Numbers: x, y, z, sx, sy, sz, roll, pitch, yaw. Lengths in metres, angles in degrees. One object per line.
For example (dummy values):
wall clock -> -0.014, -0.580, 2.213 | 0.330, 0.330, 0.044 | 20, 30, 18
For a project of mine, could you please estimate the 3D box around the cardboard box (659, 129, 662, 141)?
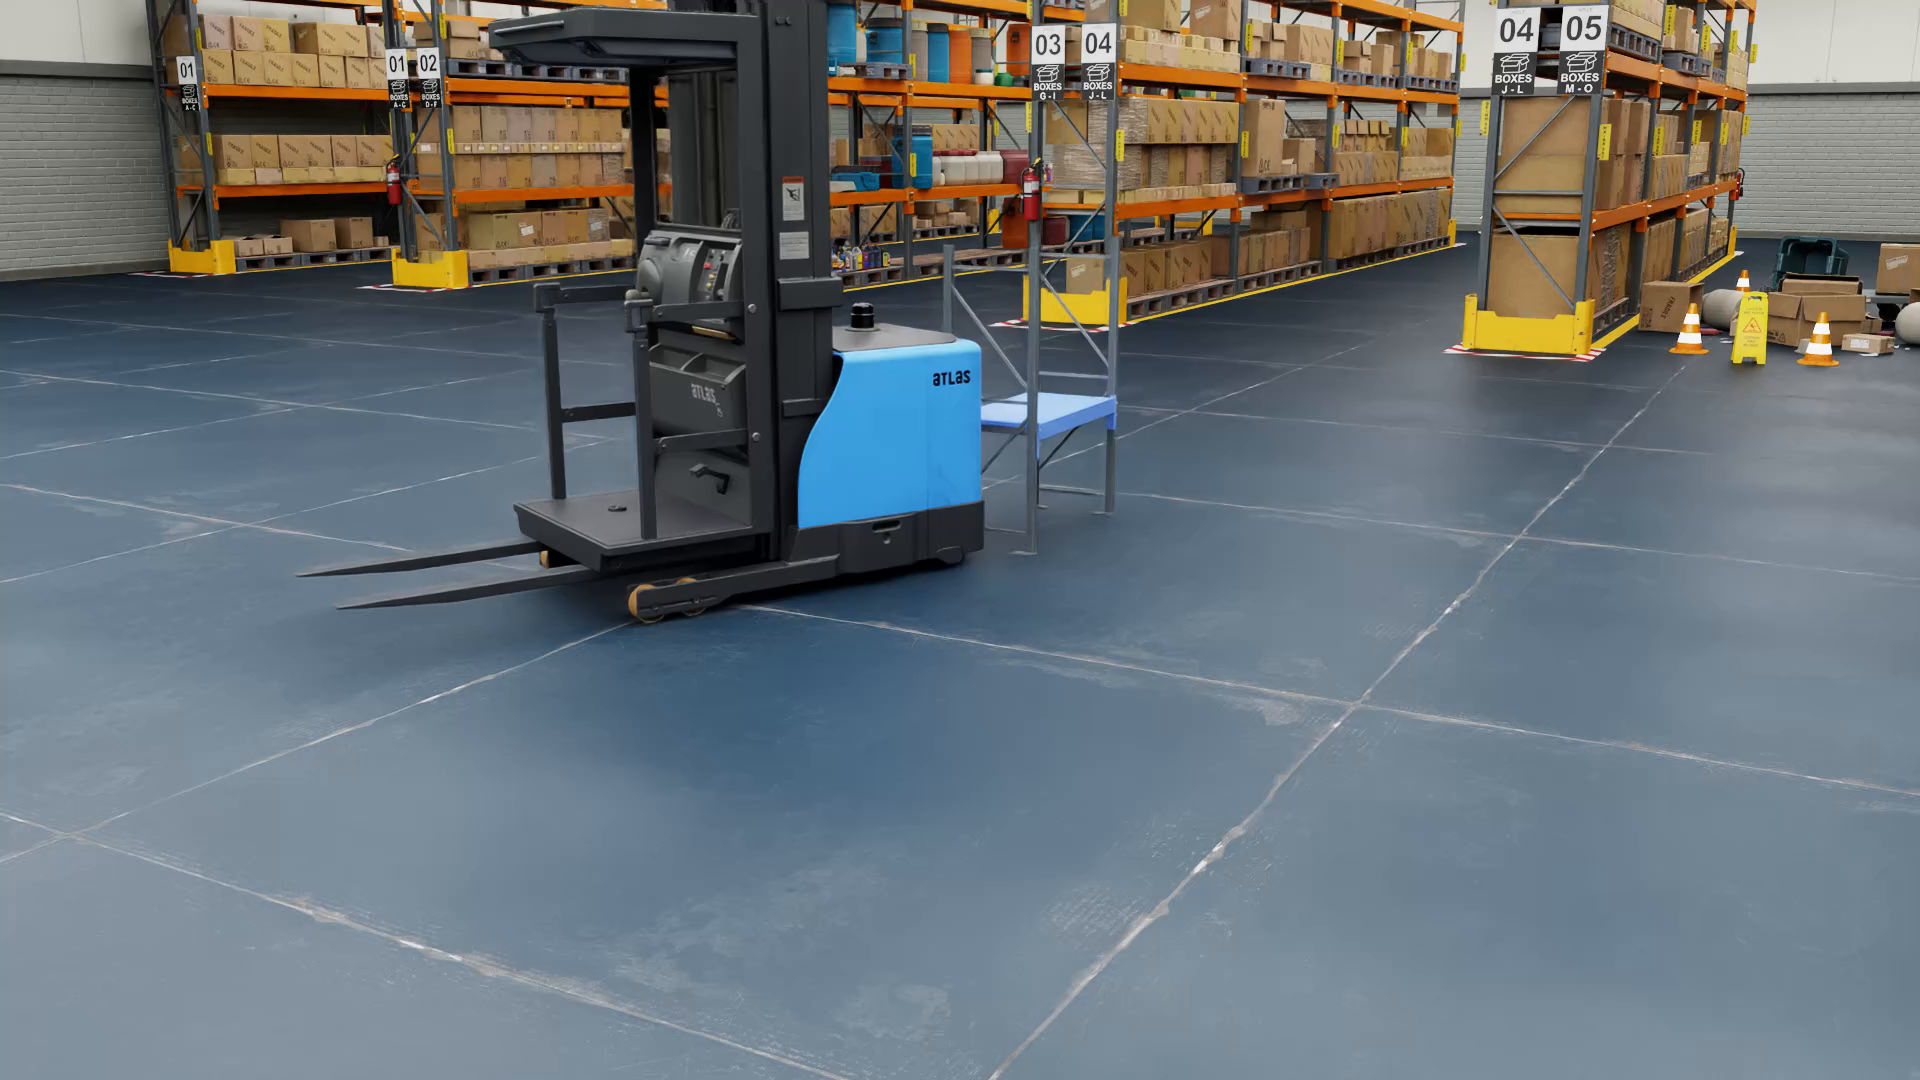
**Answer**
cardboard box -> -6.458, -8.291, 34.034 | 0.500, 0.250, 0.500 | 8, 16, 29

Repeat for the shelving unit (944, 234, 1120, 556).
shelving unit -> 0.383, -0.786, 8.594 | 0.538, 1.500, 1.048 | 7, 15, 27

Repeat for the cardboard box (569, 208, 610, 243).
cardboard box -> -5.768, -4.866, 25.688 | 0.500, 0.500, 0.500 | 7, 15, 28

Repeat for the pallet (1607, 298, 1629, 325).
pallet -> 7.044, -2.646, 19.061 | 1.003, 0.211, 1.213 | 7, 15, 28

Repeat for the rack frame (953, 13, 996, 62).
rack frame -> 0.318, -11.233, 35.929 | 1.000, 3.000, 0.127 | 7, 15, 28

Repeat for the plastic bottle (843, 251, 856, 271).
plastic bottle -> -1.539, -3.880, 23.098 | 0.152, 0.276, 0.135 | 8, 16, 29

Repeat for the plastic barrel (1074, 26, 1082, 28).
plastic barrel -> 2.027, -8.473, 28.913 | 0.600, 0.901, 0.708 | 7, 15, 28

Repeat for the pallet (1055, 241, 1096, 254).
pallet -> 1.720, -5.174, 29.545 | 1.003, 0.211, 1.213 | 7, 15, 28

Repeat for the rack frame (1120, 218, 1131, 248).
rack frame -> 2.718, -6.934, 30.897 | 1.000, 3.000, 0.127 | 7, 15, 28

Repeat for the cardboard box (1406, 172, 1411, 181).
cardboard box -> 7.615, -6.328, 28.918 | 0.380, 0.149, 0.250 | 7, 15, 26

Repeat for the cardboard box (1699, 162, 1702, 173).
cardboard box -> 10.960, -5.613, 25.056 | 0.380, 0.149, 0.250 | 7, 15, 25

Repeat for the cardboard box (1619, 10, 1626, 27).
cardboard box -> 6.237, -5.055, 16.128 | 0.380, 0.149, 0.250 | 7, 15, 28

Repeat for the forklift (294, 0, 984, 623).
forklift -> -1.381, -1.211, 7.302 | 3.031, 2.935, 1.130 | -9, 16, -34

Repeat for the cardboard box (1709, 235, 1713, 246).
cardboard box -> 11.803, -4.792, 26.560 | 0.380, 0.149, 0.250 | 8, 16, 31

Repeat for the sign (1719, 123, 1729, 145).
sign -> 11.835, -6.291, 25.759 | 0.100, 0.325, 0.005 | 7, 15, 28

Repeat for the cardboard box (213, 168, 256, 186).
cardboard box -> -11.241, -5.596, 25.622 | 0.500, 0.250, 0.500 | 7, 15, 26

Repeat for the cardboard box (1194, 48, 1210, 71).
cardboard box -> 2.692, -5.783, 20.041 | 0.500, 0.250, 0.500 | 7, 15, 28

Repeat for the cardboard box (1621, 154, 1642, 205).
cardboard box -> 7.066, -4.030, 18.528 | 0.875, 0.550, 0.550 | 7, 15, 28

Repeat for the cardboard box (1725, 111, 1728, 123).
cardboard box -> 12.016, -6.643, 26.706 | 0.500, 0.500, 0.500 | 7, 15, 26

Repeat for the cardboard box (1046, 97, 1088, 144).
cardboard box -> 1.303, -4.731, 18.778 | 0.500, 0.500, 0.500 | 7, 15, 28

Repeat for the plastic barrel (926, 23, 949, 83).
plastic barrel -> -0.461, -7.392, 25.327 | 0.600, 0.901, 0.708 | 7, 15, 28

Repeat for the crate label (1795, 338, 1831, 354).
crate label -> 8.197, -1.856, 15.938 | 0.250, 0.136, 0.298 | 0, 14, -1

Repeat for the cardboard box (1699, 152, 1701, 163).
cardboard box -> 10.824, -5.699, 24.776 | 0.380, 0.149, 0.250 | 6, 15, 25

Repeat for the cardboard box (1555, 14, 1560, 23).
cardboard box -> 5.779, -5.180, 16.647 | 0.380, 0.149, 0.250 | 8, 15, 29

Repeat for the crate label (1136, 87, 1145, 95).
crate label -> 3.208, -8.332, 30.857 | 0.293, 0.136, 0.466 | 7, 15, 28

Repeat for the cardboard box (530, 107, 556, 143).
cardboard box -> -6.420, -6.134, 24.594 | 0.700, 0.500, 0.500 | 7, 15, 28

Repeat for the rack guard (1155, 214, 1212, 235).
rack guard -> 4.652, -6.546, 34.620 | 1.175, 0.500, 0.348 | 7, 15, 28

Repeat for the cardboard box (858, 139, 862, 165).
cardboard box -> -2.318, -7.529, 32.254 | 0.700, 0.500, 0.500 | 10, 17, 37

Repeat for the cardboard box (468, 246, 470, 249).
cardboard box -> -7.185, -4.149, 24.315 | 0.500, 0.250, 0.500 | 7, 15, 28

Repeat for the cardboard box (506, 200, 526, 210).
cardboard box -> -8.521, -6.336, 31.209 | 0.500, 0.250, 0.500 | 8, 16, 29

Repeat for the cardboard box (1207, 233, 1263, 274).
cardboard box -> 3.750, -3.950, 22.912 | 0.700, 0.500, 0.500 | 7, 15, 28

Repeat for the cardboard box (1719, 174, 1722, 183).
cardboard box -> 12.229, -5.911, 27.188 | 0.380, 0.149, 0.250 | 8, 16, 29

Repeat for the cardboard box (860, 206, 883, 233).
cardboard box -> -1.850, -6.261, 32.498 | 0.500, 0.500, 0.500 | 7, 15, 28

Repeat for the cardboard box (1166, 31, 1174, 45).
cardboard box -> 2.247, -5.784, 19.193 | 0.380, 0.149, 0.250 | 7, 15, 26

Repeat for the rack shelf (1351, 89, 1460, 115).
rack shelf -> 8.021, -7.892, 30.004 | 1.077, 0.370, 4.000 | 7, 15, 28

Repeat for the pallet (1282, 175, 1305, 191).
pallet -> 4.199, -5.049, 23.484 | 1.003, 0.211, 1.213 | 7, 15, 28

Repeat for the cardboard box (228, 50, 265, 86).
cardboard box -> -11.084, -7.258, 25.583 | 0.500, 0.500, 0.500 | 9, 16, 32

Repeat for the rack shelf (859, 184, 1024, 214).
rack shelf -> -0.182, -5.354, 25.875 | 1.077, 0.370, 4.000 | 7, 15, 28

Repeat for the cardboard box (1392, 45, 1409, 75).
cardboard box -> 7.380, -8.300, 28.839 | 0.700, 0.500, 0.500 | 6, 15, 25

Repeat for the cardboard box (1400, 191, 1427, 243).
cardboard box -> 7.878, -5.855, 30.059 | 0.875, 0.875, 0.875 | 7, 15, 28

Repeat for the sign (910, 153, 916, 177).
sign -> -0.673, -5.363, 23.789 | 0.100, 0.325, 0.005 | 7, 15, 28

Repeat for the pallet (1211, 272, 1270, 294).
pallet -> 3.562, -3.536, 22.751 | 1.003, 0.211, 1.213 | 7, 15, 28

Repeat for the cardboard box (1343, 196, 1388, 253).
cardboard box -> 6.331, -5.228, 27.454 | 1.225, 0.875, 0.875 | 7, 15, 26

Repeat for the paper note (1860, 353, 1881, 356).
paper note -> 8.643, -1.765, 15.788 | 0.148, 0.019, 0.142 | 2, 14, 9

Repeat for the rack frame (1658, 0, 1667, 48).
rack frame -> 7.480, -7.066, 18.641 | 1.000, 3.000, 0.127 | 7, 15, 28

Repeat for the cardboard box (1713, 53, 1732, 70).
cardboard box -> 11.790, -7.490, 26.056 | 0.500, 0.250, 0.500 | 8, 16, 30

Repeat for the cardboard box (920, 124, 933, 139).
cardboard box -> -0.893, -8.202, 33.807 | 0.500, 0.500, 0.500 | 7, 15, 26

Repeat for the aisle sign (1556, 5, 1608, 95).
aisle sign -> 5.775, -4.544, 15.434 | 0.394, 0.787, 0.004 | 7, 15, 28

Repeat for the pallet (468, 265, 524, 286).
pallet -> -7.084, -3.841, 24.013 | 1.003, 0.211, 1.213 | 7, 15, 28

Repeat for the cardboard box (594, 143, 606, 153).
cardboard box -> -5.673, -6.034, 25.567 | 0.380, 0.149, 0.250 | 7, 15, 26

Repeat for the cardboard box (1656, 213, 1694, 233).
cardboard box -> 10.204, -4.542, 23.809 | 0.500, 0.250, 0.500 | 7, 15, 27

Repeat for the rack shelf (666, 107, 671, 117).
rack shelf -> -4.987, -9.576, 36.988 | 1.077, 0.370, 4.000 | 7, 15, 28

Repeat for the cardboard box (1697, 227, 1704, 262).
cardboard box -> 10.962, -4.494, 25.211 | 0.500, 0.500, 0.500 | 7, 15, 27

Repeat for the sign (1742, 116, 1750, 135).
sign -> 13.757, -7.261, 29.106 | 0.100, 0.325, 0.005 | 7, 15, 28

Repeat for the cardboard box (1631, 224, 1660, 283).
cardboard box -> 8.171, -3.595, 20.948 | 1.050, 0.750, 0.750 | 7, 15, 28
